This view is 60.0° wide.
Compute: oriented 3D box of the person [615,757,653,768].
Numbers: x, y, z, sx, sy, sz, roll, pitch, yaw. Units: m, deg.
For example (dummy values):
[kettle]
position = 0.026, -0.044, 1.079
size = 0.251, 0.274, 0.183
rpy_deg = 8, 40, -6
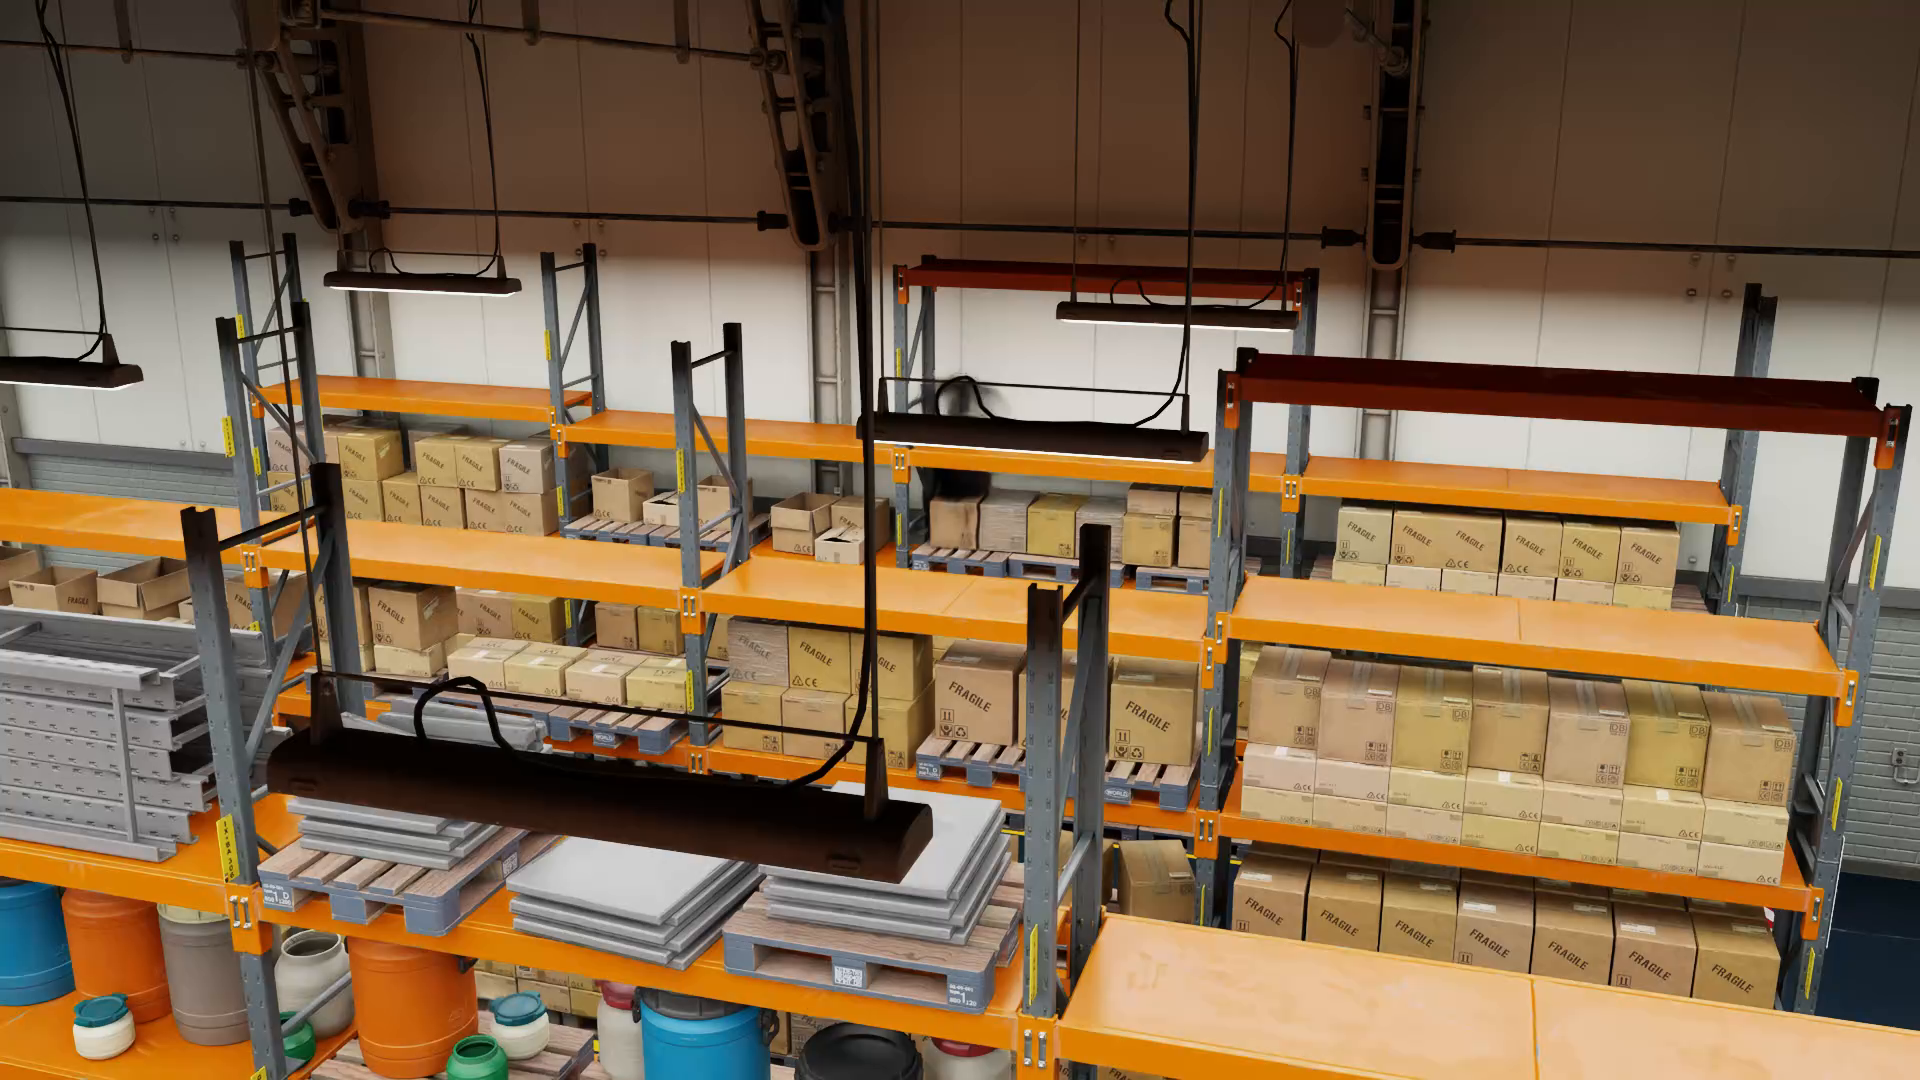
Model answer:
[person]
position = -3.224, 2.568, 16.884
size = 0.571, 1.658, 0.669
rpy_deg = -8, 18, -24
